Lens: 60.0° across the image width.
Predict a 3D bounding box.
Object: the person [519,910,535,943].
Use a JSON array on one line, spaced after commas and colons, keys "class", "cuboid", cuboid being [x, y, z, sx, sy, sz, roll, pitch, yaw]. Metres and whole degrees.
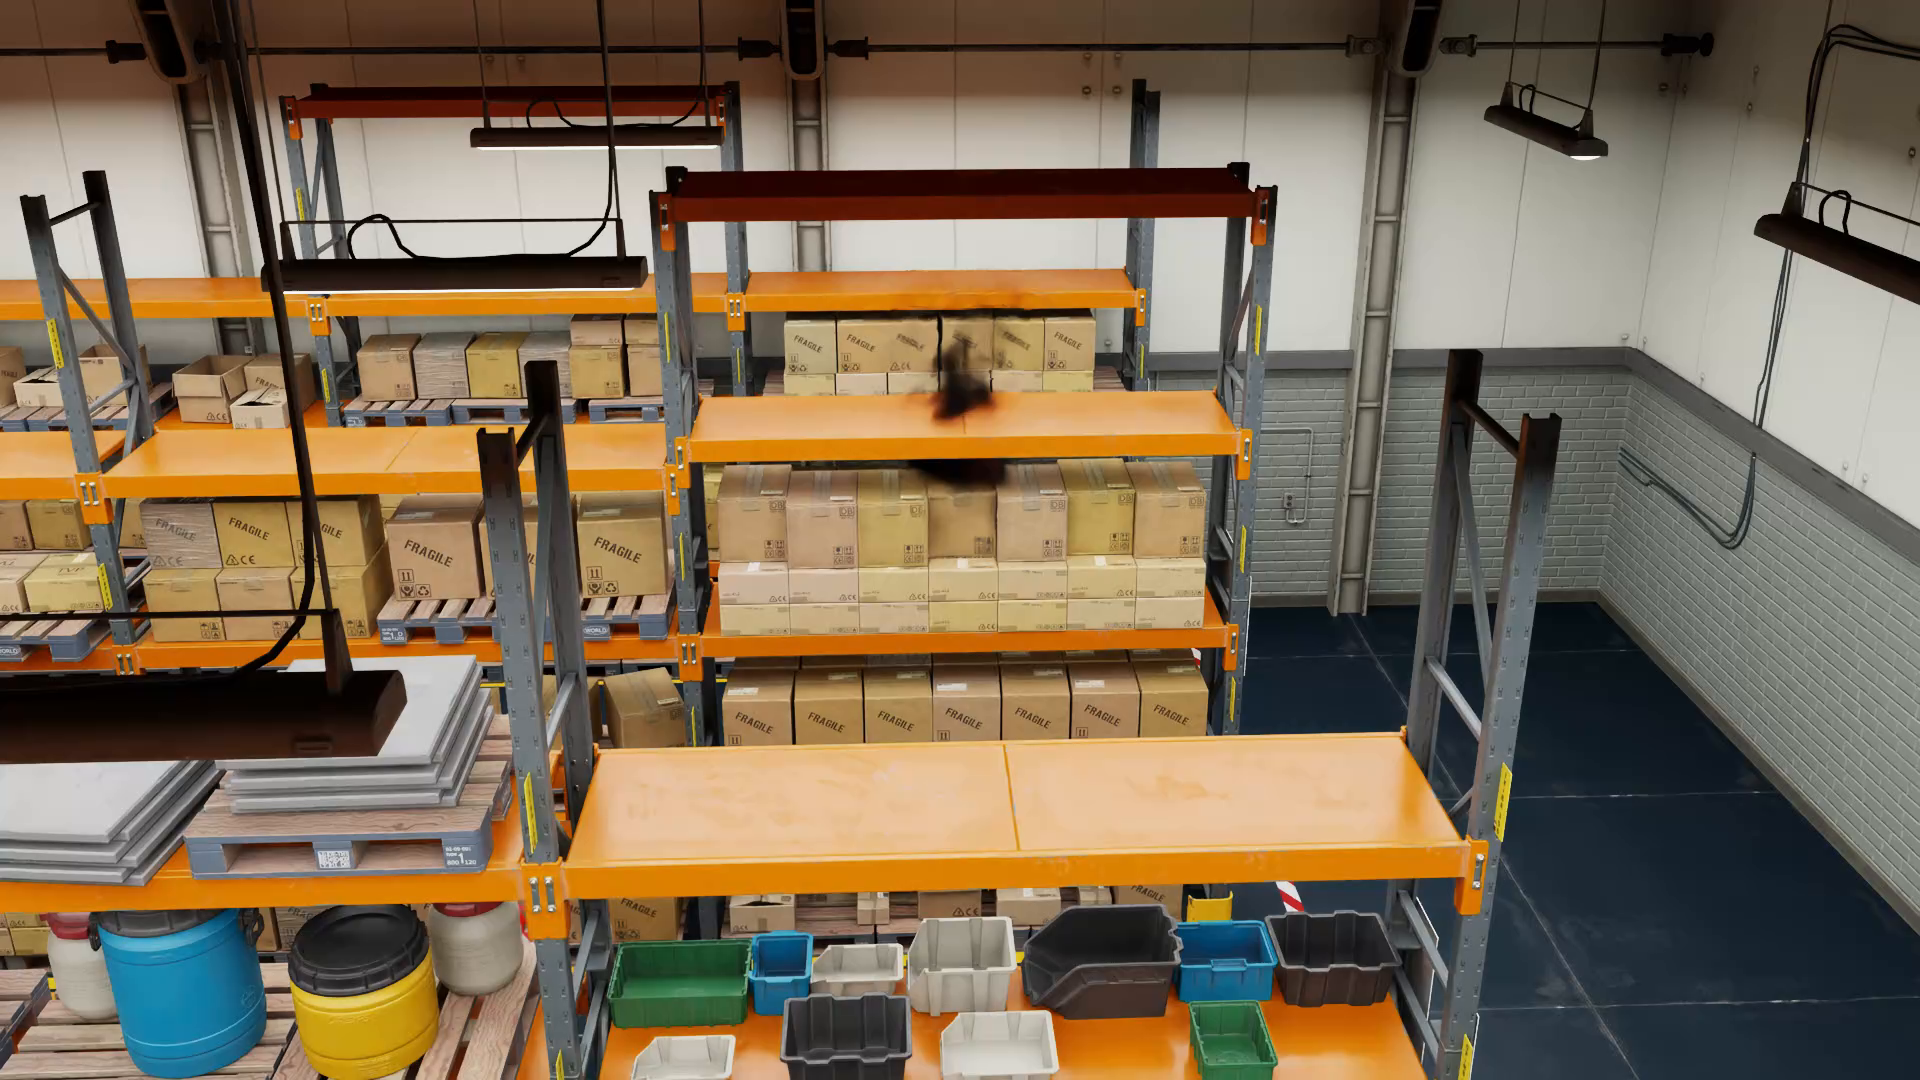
[{"class": "person", "cuboid": [-2.934, 3.147, 10.967, 0.935, 1.709, 0.668, -4, 22, -10]}]
